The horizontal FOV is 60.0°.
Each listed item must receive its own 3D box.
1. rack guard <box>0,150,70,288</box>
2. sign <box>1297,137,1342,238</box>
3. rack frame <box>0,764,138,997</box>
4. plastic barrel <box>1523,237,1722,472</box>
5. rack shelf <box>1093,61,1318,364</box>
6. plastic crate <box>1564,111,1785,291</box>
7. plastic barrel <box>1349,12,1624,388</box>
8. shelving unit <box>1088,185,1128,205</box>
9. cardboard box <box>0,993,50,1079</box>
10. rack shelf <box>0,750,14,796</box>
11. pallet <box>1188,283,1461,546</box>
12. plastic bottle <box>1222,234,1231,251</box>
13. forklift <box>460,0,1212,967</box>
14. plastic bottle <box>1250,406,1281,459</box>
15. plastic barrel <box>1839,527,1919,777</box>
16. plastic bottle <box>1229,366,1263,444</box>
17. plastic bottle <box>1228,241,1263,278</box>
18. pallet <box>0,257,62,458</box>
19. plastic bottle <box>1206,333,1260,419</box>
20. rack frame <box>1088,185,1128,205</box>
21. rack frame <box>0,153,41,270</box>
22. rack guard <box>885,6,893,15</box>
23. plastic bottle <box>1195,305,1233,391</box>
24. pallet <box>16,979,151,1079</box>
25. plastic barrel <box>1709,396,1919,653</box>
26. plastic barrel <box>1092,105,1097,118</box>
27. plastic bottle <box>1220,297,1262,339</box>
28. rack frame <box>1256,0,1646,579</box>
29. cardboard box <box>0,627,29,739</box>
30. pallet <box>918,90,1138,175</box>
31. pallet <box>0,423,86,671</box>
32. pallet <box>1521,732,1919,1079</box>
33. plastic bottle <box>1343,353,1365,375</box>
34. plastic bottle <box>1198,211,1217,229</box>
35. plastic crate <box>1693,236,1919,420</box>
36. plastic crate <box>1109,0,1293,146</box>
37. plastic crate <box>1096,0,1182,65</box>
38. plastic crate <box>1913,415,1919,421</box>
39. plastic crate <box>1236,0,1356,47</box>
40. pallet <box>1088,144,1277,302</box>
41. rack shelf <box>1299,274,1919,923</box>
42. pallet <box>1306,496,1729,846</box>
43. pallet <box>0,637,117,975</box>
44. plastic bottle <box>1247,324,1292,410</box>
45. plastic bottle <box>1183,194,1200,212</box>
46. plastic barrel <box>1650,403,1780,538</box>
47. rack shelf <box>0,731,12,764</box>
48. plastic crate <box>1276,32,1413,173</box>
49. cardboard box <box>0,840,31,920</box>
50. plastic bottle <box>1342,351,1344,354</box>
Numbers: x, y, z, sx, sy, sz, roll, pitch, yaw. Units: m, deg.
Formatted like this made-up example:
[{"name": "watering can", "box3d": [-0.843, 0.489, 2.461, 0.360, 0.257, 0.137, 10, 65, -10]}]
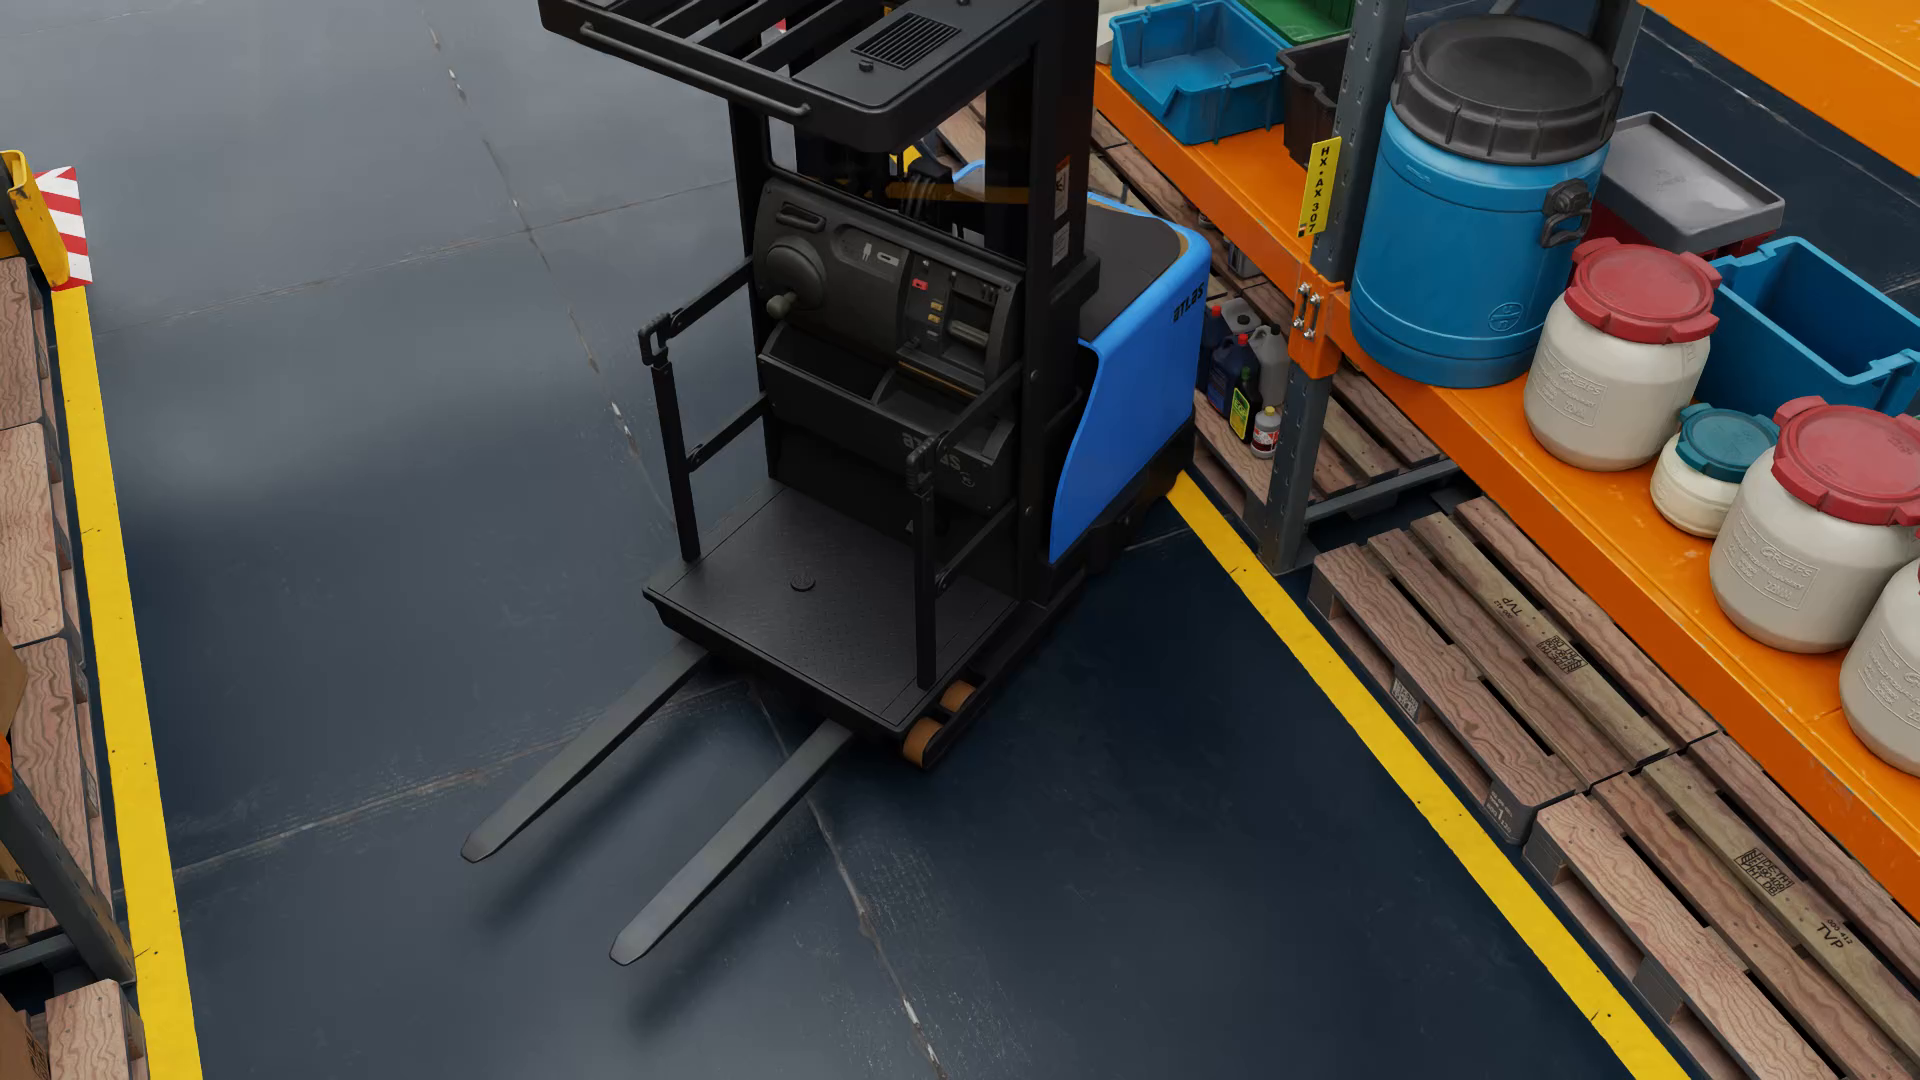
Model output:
[{"name": "rack guard", "box3d": [-4.564, -1.260, 7.171, 1.175, 0.500, 0.348, -18, 47, -17]}, {"name": "sign", "box3d": [1.076, -1.055, 4.986, 0.100, 0.325, 0.005, -18, 47, -17]}, {"name": "rack frame", "box3d": [-2.914, 0.351, 3.758, 1.000, 3.000, 0.127, -18, 47, -17]}, {"name": "plastic barrel", "box3d": [1.783, -0.485, 4.510, 0.433, 0.535, 0.433, 0, 45, 0]}, {"name": "rack shelf", "box3d": [0.739, -2.130, 6.785, 1.077, 0.370, 4.000, -18, 47, -17]}, {"name": "plastic crate", "box3d": [2.061, -0.916, 4.997, 0.402, 0.464, 0.583, -18, 47, -17]}, {"name": "plastic barrel", "box3d": [1.468, -0.954, 4.725, 0.600, 0.901, 0.708, -18, 47, -17]}, {"name": "shelving unit", "box3d": [0.457, -1.001, 6.611, 0.258, 0.900, 0.210, 26, 44, 24]}, {"name": "cardboard box", "box3d": [-2.675, 1.482, 4.079, 0.700, 0.500, 0.500, -22, 49, -20]}, {"name": "rack shelf", "box3d": [-2.073, 1.882, 2.719, 1.077, 0.370, 4.000, -18, 47, -17]}, {"name": "pallet", "box3d": [1.335, -0.559, 6.667, 1.003, 0.211, 1.213, -18, 47, -17]}, {"name": "plastic bottle", "box3d": [1.190, -1.355, 7.167, 0.097, 0.201, 0.097, 0, 45, 0]}, {"name": "forklift", "box3d": [-0.359, -0.682, 4.855, 1.130, 2.935, 3.031, 26, 50, 24]}, {"name": "plastic bottle", "box3d": [1.145, -0.411, 6.210, 0.097, 0.201, 0.097, 0, 45, 0]}, {"name": "plastic barrel", "box3d": [2.274, 0.258, 3.756, 0.433, 0.535, 0.433, 0, 45, 0]}, {"name": "plastic bottle", "box3d": [1.078, -0.510, 6.252, 0.061, 0.283, 0.133, -16, 47, -15]}, {"name": "plastic bottle", "box3d": [1.235, -1.267, 7.024, 0.152, 0.276, 0.135, -18, 47, -17]}, {"name": "pallet", "box3d": [-4.254, -0.629, 6.737, 1.003, 0.211, 1.213, -18, 47, -17]}, {"name": "plastic bottle", "box3d": [1.048, -0.651, 6.346, 0.144, 0.351, 0.185, -19, 48, -18]}, {"name": "rack frame", "box3d": [0.515, -1.051, 6.677, 0.240, 0.900, 0.006, 26, 44, 24]}, {"name": "rack frame", "box3d": [-4.596, -2.198, 6.342, 1.000, 3.000, 0.127, -18, 47, -17]}, {"name": "rack guard", "box3d": [-0.027, -2.736, 8.667, 1.175, 0.500, 0.348, -18, 47, -17]}, {"name": "plastic bottle", "box3d": [0.967, -0.773, 6.470, 0.144, 0.351, 0.185, -20, 48, -19]}, {"name": "pallet", "box3d": [-2.585, 1.839, 4.235, 1.003, 0.211, 1.213, -18, 47, -17]}, {"name": "plastic barrel", "box3d": [2.092, -0.018, 4.036, 0.433, 0.535, 0.433, 0, 45, 0]}, {"name": "plastic barrel", "box3d": [0.455, -2.208, 7.825, 0.421, 0.512, 0.421, 0, 45, 0]}, {"name": "plastic bottle", "box3d": [1.091, -0.806, 6.557, 0.152, 0.276, 0.135, -18, 47, -17]}, {"name": "rack frame", "box3d": [1.580, -1.112, 5.241, 1.000, 3.000, 0.127, -18, 47, -17]}, {"name": "cardboard box", "box3d": [-3.293, 0.462, 5.127, 0.500, 0.500, 0.500, -5, 45, -5]}, {"name": "pallet", "box3d": [0.309, -2.114, 8.242, 1.003, 0.211, 1.213, -18, 47, -17]}, {"name": "pallet", "box3d": [-3.745, 0.148, 5.950, 1.003, 0.211, 1.213, -18, 47, -17]}, {"name": "pallet", "box3d": [2.462, 1.149, 4.936, 1.003, 0.211, 1.213, -18, 47, -17]}, {"name": "plastic bottle", "box3d": [1.587, -0.800, 6.546, 0.061, 0.283, 0.133, -18, 47, -17]}, {"name": "plastic bottle", "box3d": [1.102, -1.474, 7.288, 0.097, 0.201, 0.097, 0, 45, 0]}, {"name": "plastic crate", "box3d": [2.326, -0.495, 4.627, 0.392, 0.384, 0.575, -18, 47, -17]}, {"name": "plastic crate", "box3d": [0.868, -1.684, 5.927, 0.499, 0.251, 0.616, -18, 47, -17]}, {"name": "plastic crate", "box3d": [0.667, -1.978, 6.306, 0.530, 0.136, 0.437, -18, 47, -17]}, {"name": "plastic crate", "box3d": [2.568, -0.010, 4.275, 0.450, 0.188, 0.662, -18, 47, -17]}, {"name": "plastic crate", "box3d": [1.265, -1.985, 6.276, 0.450, 0.188, 0.662, -18, 47, -17]}, {"name": "pallet", "box3d": [0.819, -1.338, 7.456, 1.003, 0.211, 1.213, -18, 47, -17]}, {"name": "rack shelf", "box3d": [2.421, 0.419, 4.202, 1.077, 0.370, 4.000, -18, 47, -17]}, {"name": "pallet", "box3d": [1.945, 0.370, 5.725, 1.003, 0.211, 1.213, -18, 47, -17]}, {"name": "pallet", "box3d": [-3.228, 0.926, 5.161, 1.003, 0.211, 1.213, -18, 47, -17]}, {"name": "plastic bottle", "box3d": [1.178, -0.693, 6.390, 0.144, 0.351, 0.185, -18, 47, -17]}, {"name": "plastic bottle", "box3d": [1.053, -1.609, 7.366, 0.061, 0.283, 0.133, -18, 47, -17]}, {"name": "plastic barrel", "box3d": [1.997, -0.174, 4.389, 0.301, 0.262, 0.301, 0, 45, 0]}, {"name": "rack shelf", "box3d": [-3.755, -0.667, 5.303, 1.077, 0.370, 4.000, -18, 47, -17]}, {"name": "plastic crate", "box3d": [1.475, -1.461, 5.639, 0.767, 0.338, 0.504, -18, 47, -17]}, {"name": "cardboard box", "box3d": [-3.046, 0.825, 4.759, 0.500, 0.500, 0.500, -19, 48, -19]}, {"name": "plastic bottle", "box3d": [1.486, -0.920, 6.619, 0.144, 0.351, 0.185, -18, 47, -17]}]
